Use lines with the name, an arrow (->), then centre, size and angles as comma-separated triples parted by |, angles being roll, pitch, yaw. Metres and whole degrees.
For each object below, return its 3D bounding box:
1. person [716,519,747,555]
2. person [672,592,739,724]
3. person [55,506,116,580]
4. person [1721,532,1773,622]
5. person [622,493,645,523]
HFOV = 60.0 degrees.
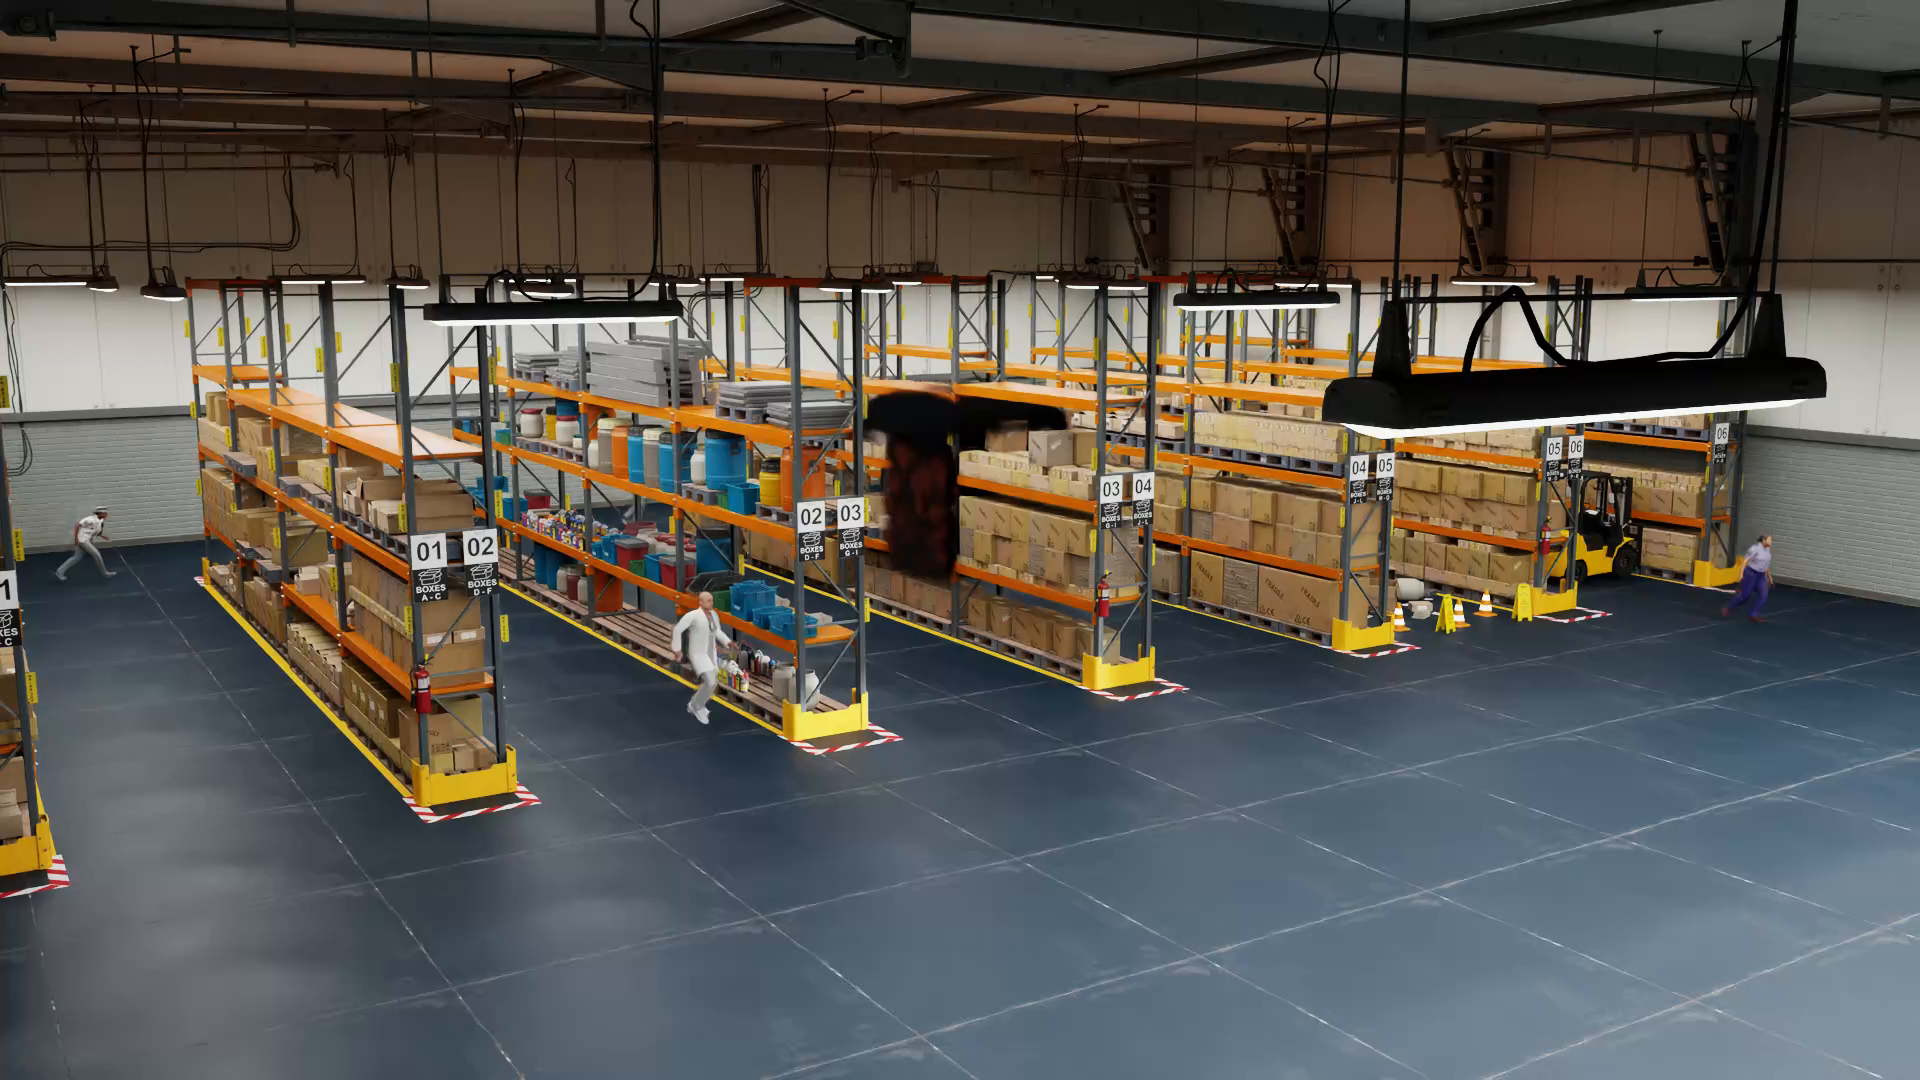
person -> -4.466, -0.096, 32.578 | 0.667, 1.758, 0.847 | -4, 10, -24
person -> -3.375, 1.568, 22.079 | 0.765, 1.781, 0.701 | 6, 11, 30
person -> -17.430, 0.057, 33.076 | 1.134, 1.449, 0.580 | -1, 10, -6
person -> 13.981, 0.638, 29.488 | 0.680, 1.575, 0.680 | -6, 11, -33
person -> -7.727, -1.193, 39.841 | 0.797, 1.734, 0.792 | 4, 10, 23
